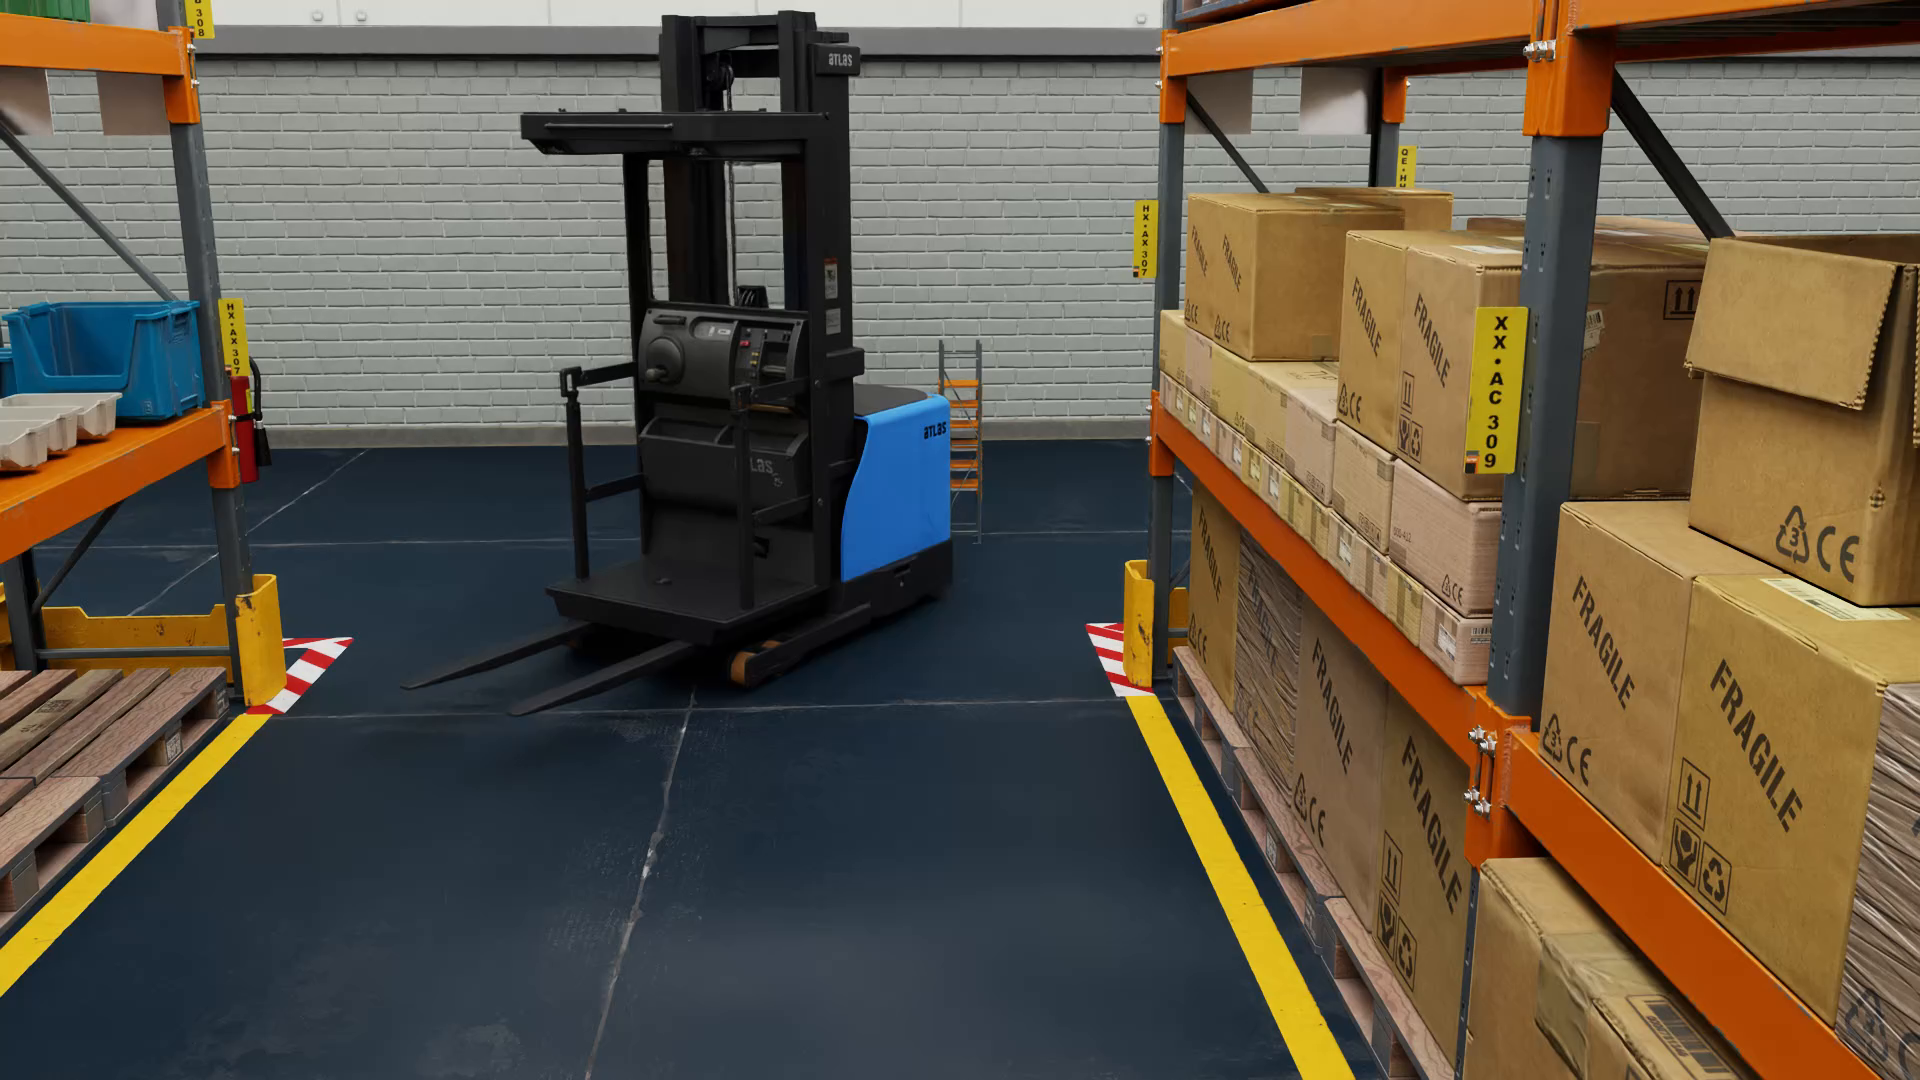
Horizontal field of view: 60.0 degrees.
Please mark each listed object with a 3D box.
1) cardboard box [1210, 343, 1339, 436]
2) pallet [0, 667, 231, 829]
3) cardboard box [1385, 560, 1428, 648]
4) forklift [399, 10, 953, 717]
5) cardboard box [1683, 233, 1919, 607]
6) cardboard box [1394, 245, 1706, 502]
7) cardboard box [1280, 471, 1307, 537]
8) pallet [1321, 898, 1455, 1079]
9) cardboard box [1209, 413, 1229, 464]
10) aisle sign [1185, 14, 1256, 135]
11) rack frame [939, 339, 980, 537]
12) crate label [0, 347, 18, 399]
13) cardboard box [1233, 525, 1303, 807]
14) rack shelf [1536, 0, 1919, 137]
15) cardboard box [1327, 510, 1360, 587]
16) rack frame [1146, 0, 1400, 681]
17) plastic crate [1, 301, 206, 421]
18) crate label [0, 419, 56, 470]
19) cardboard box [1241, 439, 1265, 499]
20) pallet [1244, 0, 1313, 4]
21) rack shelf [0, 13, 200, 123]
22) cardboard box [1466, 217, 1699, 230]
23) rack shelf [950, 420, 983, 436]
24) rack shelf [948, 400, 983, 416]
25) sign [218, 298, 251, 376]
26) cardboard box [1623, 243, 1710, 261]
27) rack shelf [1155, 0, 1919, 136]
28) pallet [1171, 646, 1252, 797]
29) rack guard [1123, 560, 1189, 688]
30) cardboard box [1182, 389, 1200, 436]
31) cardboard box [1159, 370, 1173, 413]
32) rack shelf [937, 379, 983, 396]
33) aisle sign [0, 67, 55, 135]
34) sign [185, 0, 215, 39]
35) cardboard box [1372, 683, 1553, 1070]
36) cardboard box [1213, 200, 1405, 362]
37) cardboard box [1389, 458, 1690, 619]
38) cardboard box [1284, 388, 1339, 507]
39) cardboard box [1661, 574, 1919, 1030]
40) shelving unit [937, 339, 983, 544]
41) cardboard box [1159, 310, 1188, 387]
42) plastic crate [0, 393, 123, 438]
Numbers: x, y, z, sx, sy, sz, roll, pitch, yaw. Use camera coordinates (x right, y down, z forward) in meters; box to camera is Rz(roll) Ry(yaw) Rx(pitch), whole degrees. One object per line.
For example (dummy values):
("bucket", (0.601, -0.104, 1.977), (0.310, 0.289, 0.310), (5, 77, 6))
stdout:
("cardboard box", (1.174, -0.529, 5.767), (0.500, 0.250, 0.500), (-1, 14, -5))
("pallet", (-3.583, 0.797, 6.504), (1.003, 0.211, 1.213), (-1, 14, -3))
("cardboard box", (1.233, 0.146, 3.943), (0.380, 0.149, 0.250), (-1, 14, -2))
("forklift", (-1.230, -0.885, 7.585), (1.130, 2.935, 3.031), (9, 17, 30))
("cardboard box", (1.643, -0.216, 2.633), (0.797, 0.503, 0.637), (-1, 14, -5))
("cardboard box", (1.300, -0.385, 3.704), (0.500, 0.500, 0.500), (0, 14, -2))
("cardboard box", (1.170, -0.109, 4.936), (0.380, 0.149, 0.250), (-1, 14, -4))
("pallet", (1.626, 1.320, 4.474), (1.003, 0.211, 1.213), (-1, 14, -3))
("cardboard box", (1.106, -0.365, 5.929), (0.380, 0.149, 0.250), (-1, 14, -5))
("aisle sign", (1.044, -2.108, 6.981), (0.394, 0.787, 0.004), (-1, 14, -3))
("rack frame", (-0.005, -0.600, 9.951), (0.240, 1.200, 0.006), (-1, 14, -3))
("crate label", (-3.909, -0.640, 6.711), (0.416, 0.233, 0.303), (-1, 14, -3))
("cardboard box", (1.523, 0.374, 5.973), (0.875, 0.875, 0.875), (-1, 14, -3))
("rack shelf", (1.719, -0.448, 1.170), (1.077, 0.370, 4.000), (-1, 14, -3))
("cardboard box", (1.202, 0.018, 4.439), (0.380, 0.149, 0.250), (-1, 14, -2))
("rack frame", (1.348, -0.835, 7.254), (1.000, 3.000, 0.127), (-1, 14, -3))
("plastic crate", (-3.389, -0.725, 6.632), (0.616, 0.435, 0.499), (-1, 14, -3))
("crate label", (-3.319, -0.319, 5.656), (0.396, 0.136, 0.243), (-1, 14, -3))
("cardboard box", (1.137, -0.238, 5.435), (0.380, 0.149, 0.250), (-1, 14, -5))
("pallet", (1.483, -1.757, 4.992), (1.003, 0.211, 1.213), (-1, 14, -3))
("rack shelf", (-3.472, -1.366, 4.739), (1.077, 0.370, 4.000), (-1, 14, -3))
("cardboard box", (1.761, -0.650, 4.733), (0.500, 0.500, 0.500), (-1, 14, -5))
("rack shelf", (0.001, -0.651, 9.844), (0.258, 0.103, 0.180), (-1, 14, -3))
("rack shelf", (0.001, -0.767, 9.814), (0.258, 0.103, 0.180), (-1, 14, -3))
("sign", (-3.048, -0.851, 6.985), (0.100, 0.325, 0.005), (-1, 14, -3))
("cardboard box", (1.821, -0.398, 3.754), (0.500, 0.500, 0.500), (-1, 14, -3))
("rack shelf", (1.472, -1.442, 5.036), (1.077, 0.370, 4.000), (-1, 14, -3))
("pallet", (1.475, 0.713, 6.833), (1.003, 0.211, 1.213), (-1, 14, -3))
("rack guard", (1.346, 0.369, 7.588), (1.175, 0.500, 0.348), (-1, 14, -3))
("cardboard box", (1.074, -0.493, 6.427), (0.380, 0.149, 0.250), (-1, 14, -5))
("cardboard box", (1.040, -0.620, 6.922), (0.380, 0.149, 0.250), (-1, 14, -3))
("rack shelf", (0.001, -0.883, 9.784), (0.258, 0.103, 0.180), (-1, 14, -3))
("aisle sign", (-3.897, -2.031, 6.684), (0.394, 0.787, 0.004), (-1, 14, -3))
("sign", (-3.048, -2.173, 6.644), (0.100, 0.325, 0.005), (-1, 14, -3))
("cardboard box", (1.634, 0.820, 4.242), (0.875, 0.875, 0.875), (-1, 14, -3))
("cardboard box", (1.177, -0.893, 5.678), (0.500, 0.500, 0.500), (-1, 14, -5))
("cardboard box", (1.306, -0.018, 3.780), (0.500, 0.250, 0.500), (-1, 14, -4))
("cardboard box", (1.240, -0.273, 4.773), (0.500, 0.250, 0.500), (-1, 14, -2))
("cardboard box", (1.406, 0.354, 2.429), (0.500, 0.500, 0.500), (-1, 14, -3))
("shelving unit", (0.001, -0.577, 9.863), (0.258, 1.200, 0.189), (-1, 14, -3))
("cardboard box", (1.108, -0.783, 6.755), (0.500, 0.250, 0.500), (-1, 14, -5))
("plastic crate", (-3.365, -0.460, 6.204), (0.396, 0.136, 0.243), (-1, 14, -3))
